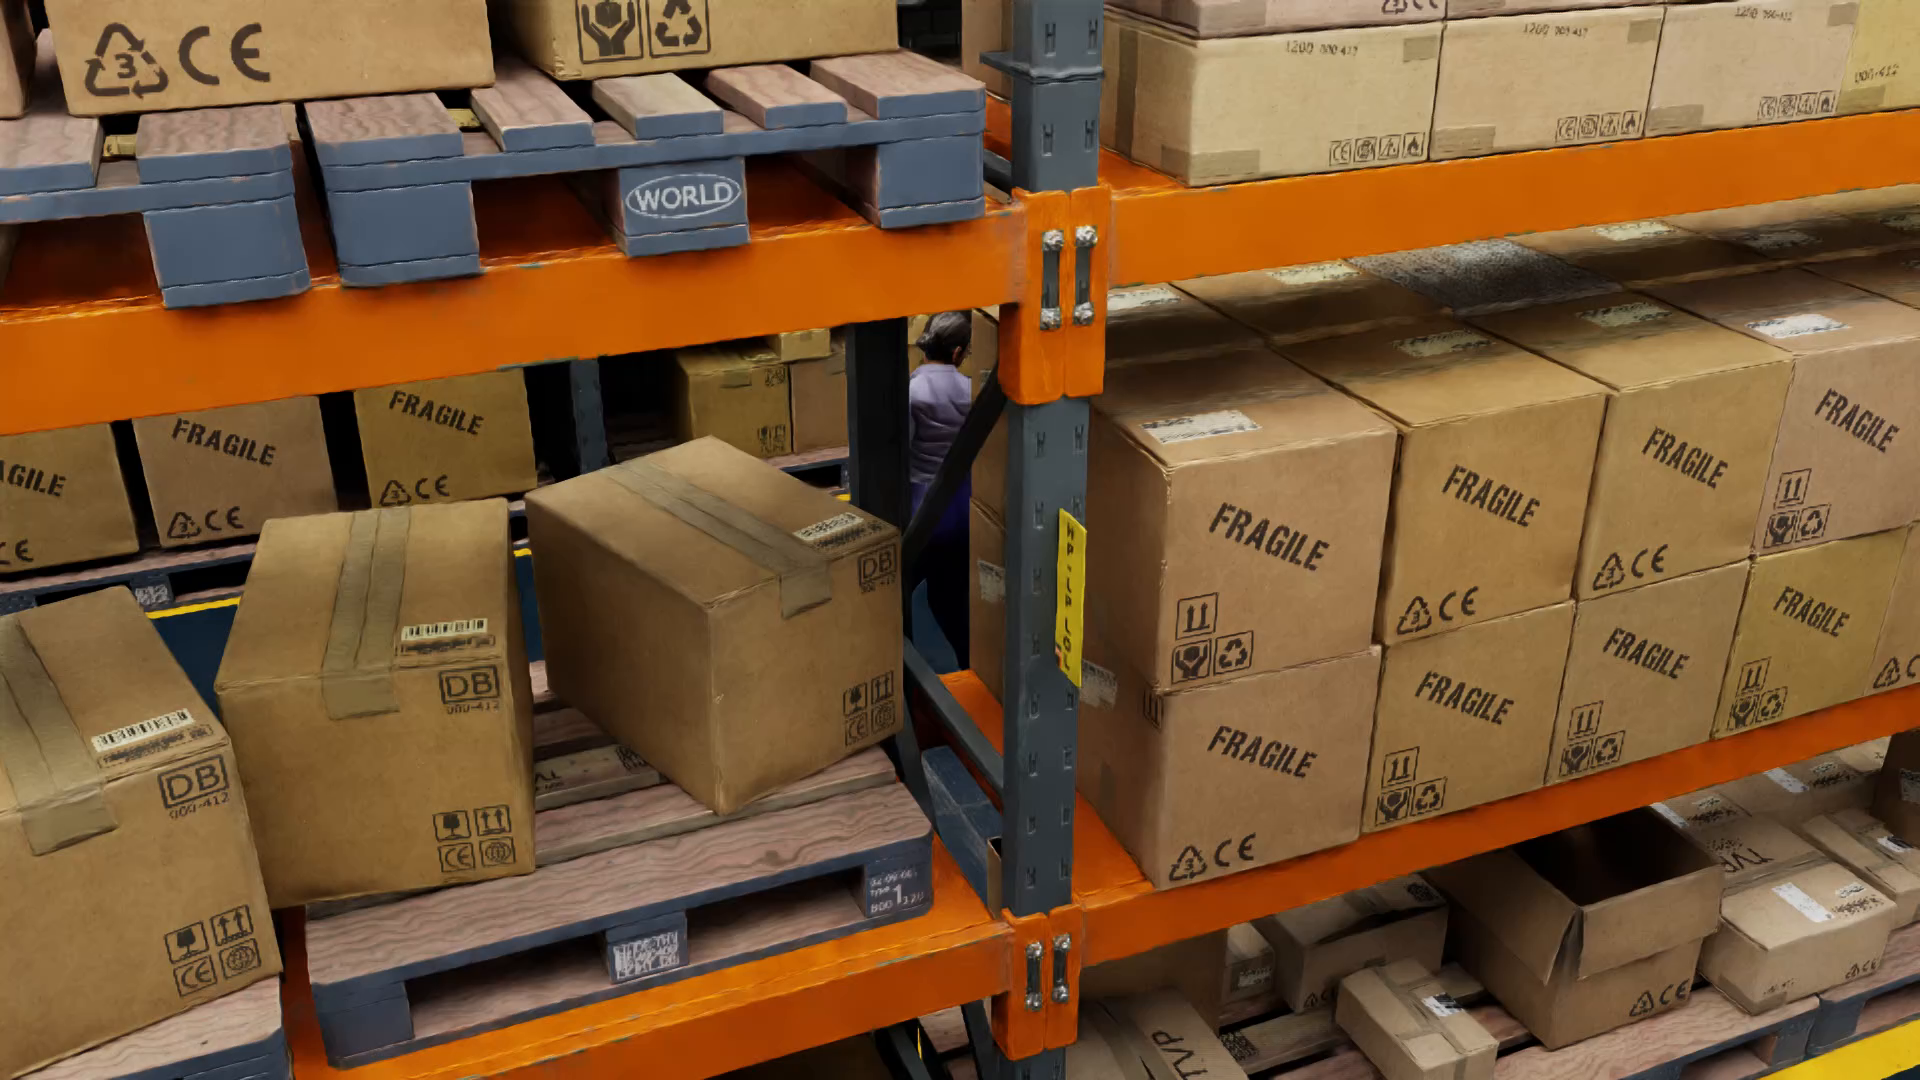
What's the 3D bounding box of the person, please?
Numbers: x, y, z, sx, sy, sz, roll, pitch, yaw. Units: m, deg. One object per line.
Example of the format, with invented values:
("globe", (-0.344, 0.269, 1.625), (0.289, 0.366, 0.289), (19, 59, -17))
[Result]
("person", (-0.186, -0.053, 6.298), (0.655, 1.615, 0.586), (-23, 35, -39))
